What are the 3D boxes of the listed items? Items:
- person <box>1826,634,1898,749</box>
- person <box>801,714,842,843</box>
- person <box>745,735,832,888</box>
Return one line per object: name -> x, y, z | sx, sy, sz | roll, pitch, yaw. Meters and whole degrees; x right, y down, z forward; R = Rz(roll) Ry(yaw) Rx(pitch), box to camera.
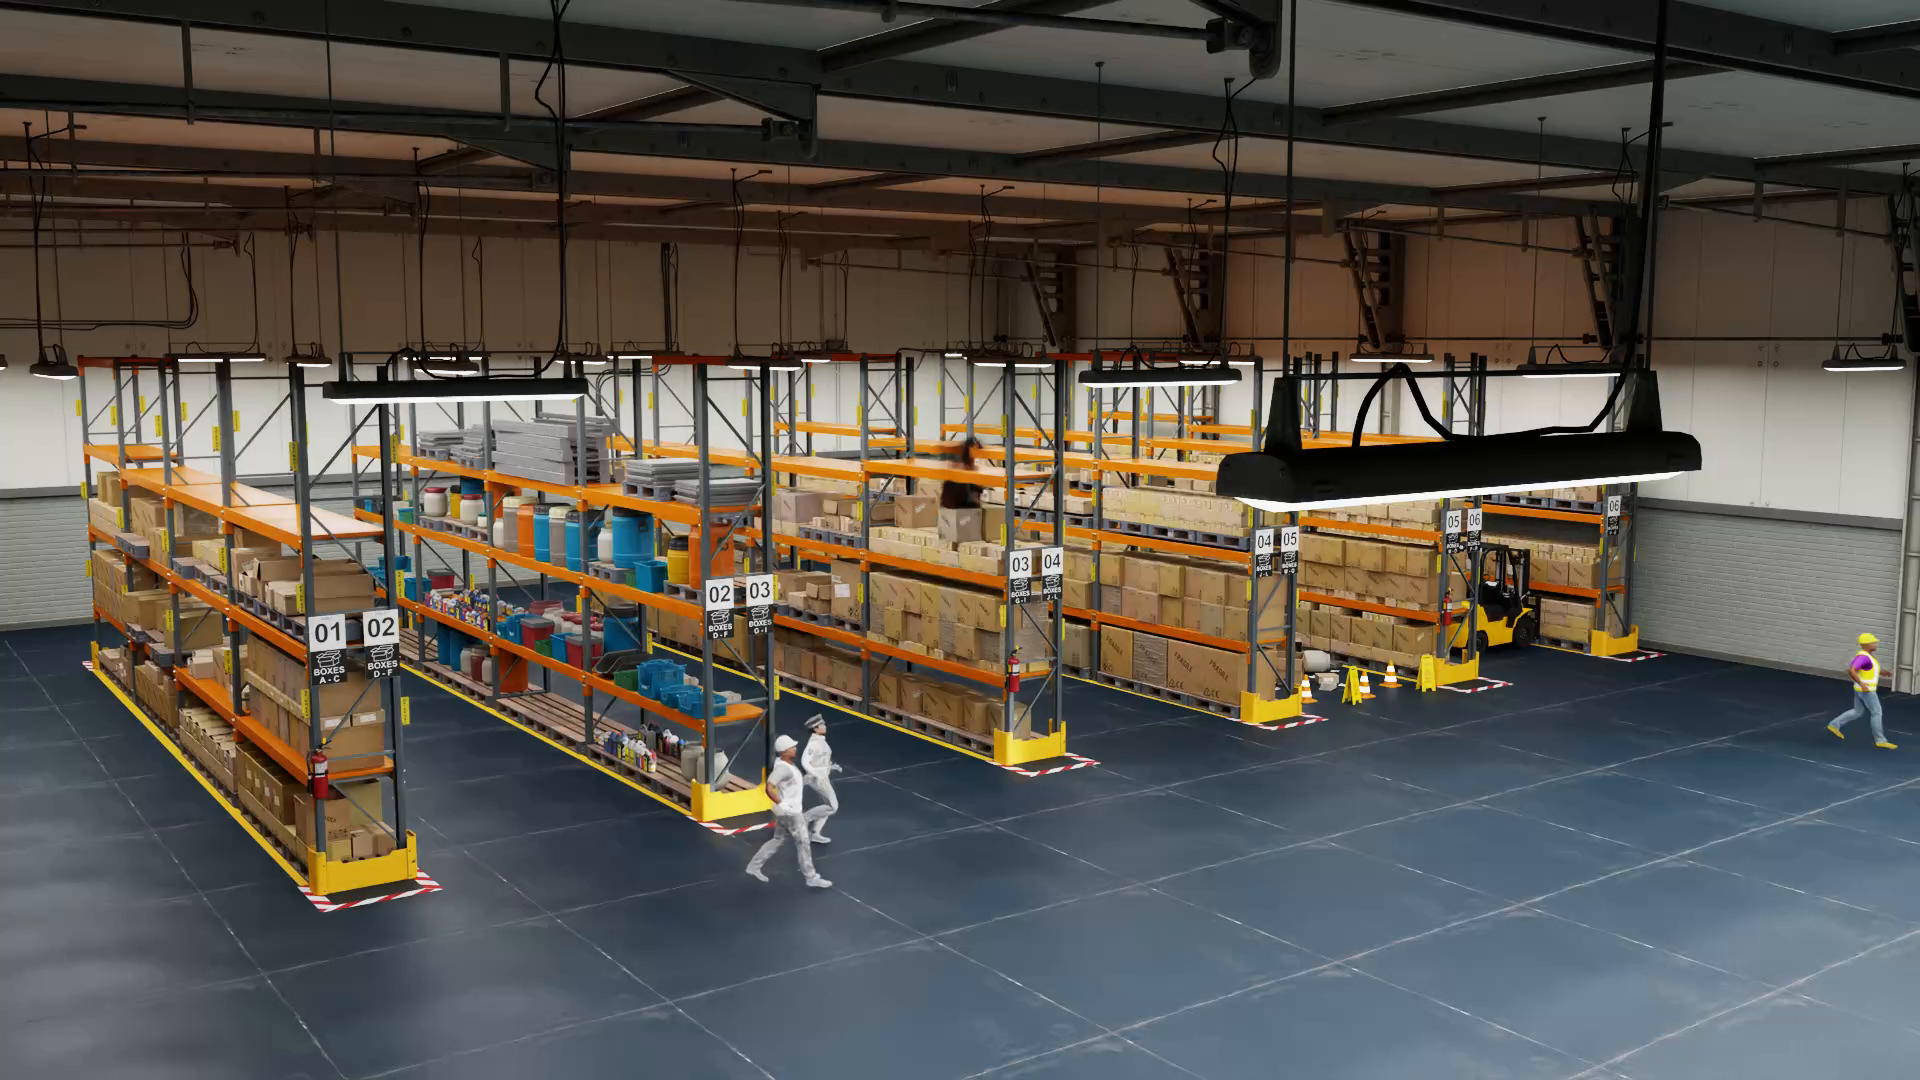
person -> 14.009, 2.312, 25.734 | 0.985, 1.751, 0.717 | 3, 8, 24
person -> -1.761, 2.992, 20.883 | 0.551, 1.654, 0.623 | 0, 7, 1
person -> -1.972, 3.110, 19.058 | 0.988, 1.777, 0.680 | -2, 7, -13
